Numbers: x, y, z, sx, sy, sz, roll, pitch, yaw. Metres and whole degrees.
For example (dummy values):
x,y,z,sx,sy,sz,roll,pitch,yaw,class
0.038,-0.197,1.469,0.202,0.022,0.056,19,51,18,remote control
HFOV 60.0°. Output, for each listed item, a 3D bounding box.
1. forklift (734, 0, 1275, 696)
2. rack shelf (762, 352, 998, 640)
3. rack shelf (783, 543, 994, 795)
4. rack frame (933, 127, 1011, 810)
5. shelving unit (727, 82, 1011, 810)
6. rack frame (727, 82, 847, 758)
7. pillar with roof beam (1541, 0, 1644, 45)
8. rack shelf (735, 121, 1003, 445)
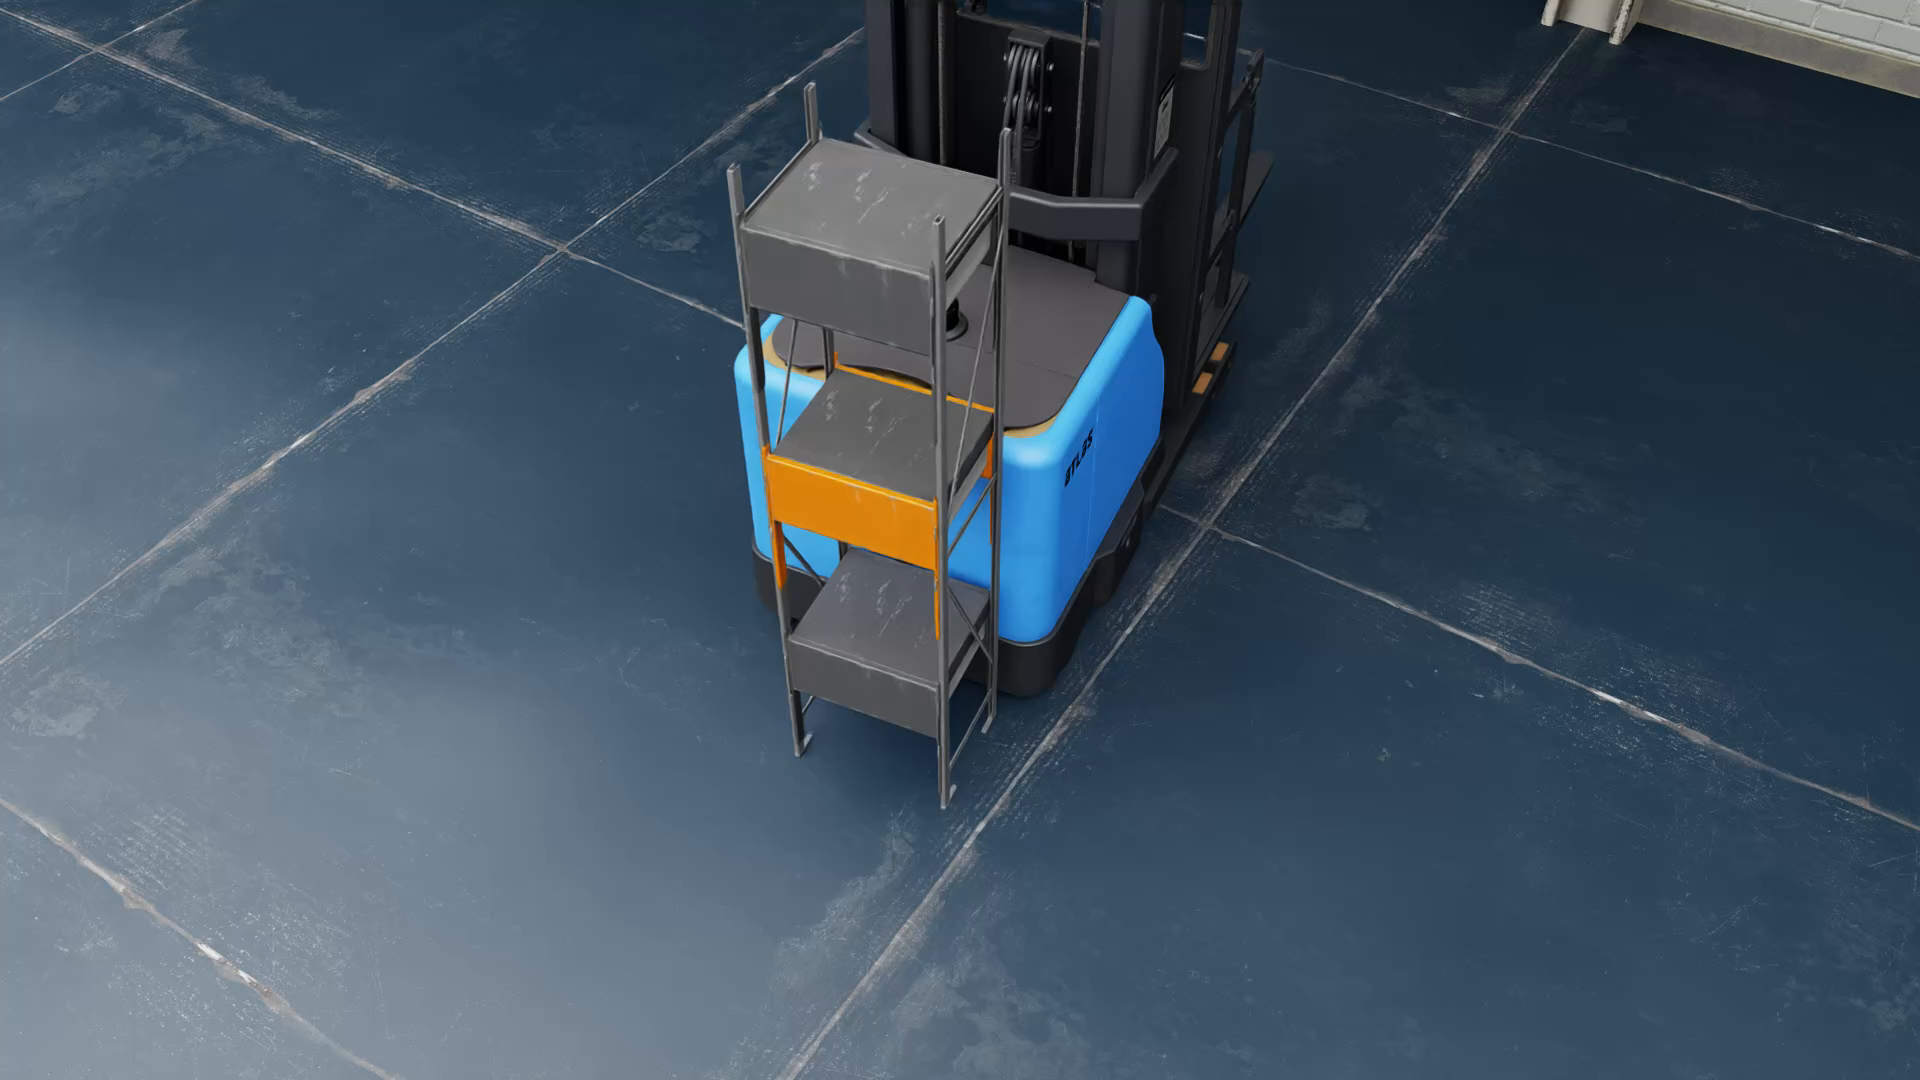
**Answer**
x,y,z,sx,sy,sz,roll,pitch,yaw,class
0.398,-1.605,5.266,1.130,2.935,3.031,18,48,17,forklift
-0.195,-0.118,4.419,0.480,0.518,0.431,17,48,16,rack shelf
-0.195,0.370,4.921,0.480,0.518,0.431,17,48,16,rack shelf
0.028,-0.058,4.342,0.015,2.100,0.400,17,48,16,rack frame
-0.195,-0.127,4.409,0.503,2.100,0.431,17,48,16,shelving unit
-0.419,-0.197,4.477,0.015,2.100,0.400,17,48,16,rack frame
0.801,-3.113,2.500,0.400,9.000,9.100,25,51,22,pillar with roof beam
-0.195,-0.605,3.917,0.480,0.518,0.431,17,48,16,rack shelf
